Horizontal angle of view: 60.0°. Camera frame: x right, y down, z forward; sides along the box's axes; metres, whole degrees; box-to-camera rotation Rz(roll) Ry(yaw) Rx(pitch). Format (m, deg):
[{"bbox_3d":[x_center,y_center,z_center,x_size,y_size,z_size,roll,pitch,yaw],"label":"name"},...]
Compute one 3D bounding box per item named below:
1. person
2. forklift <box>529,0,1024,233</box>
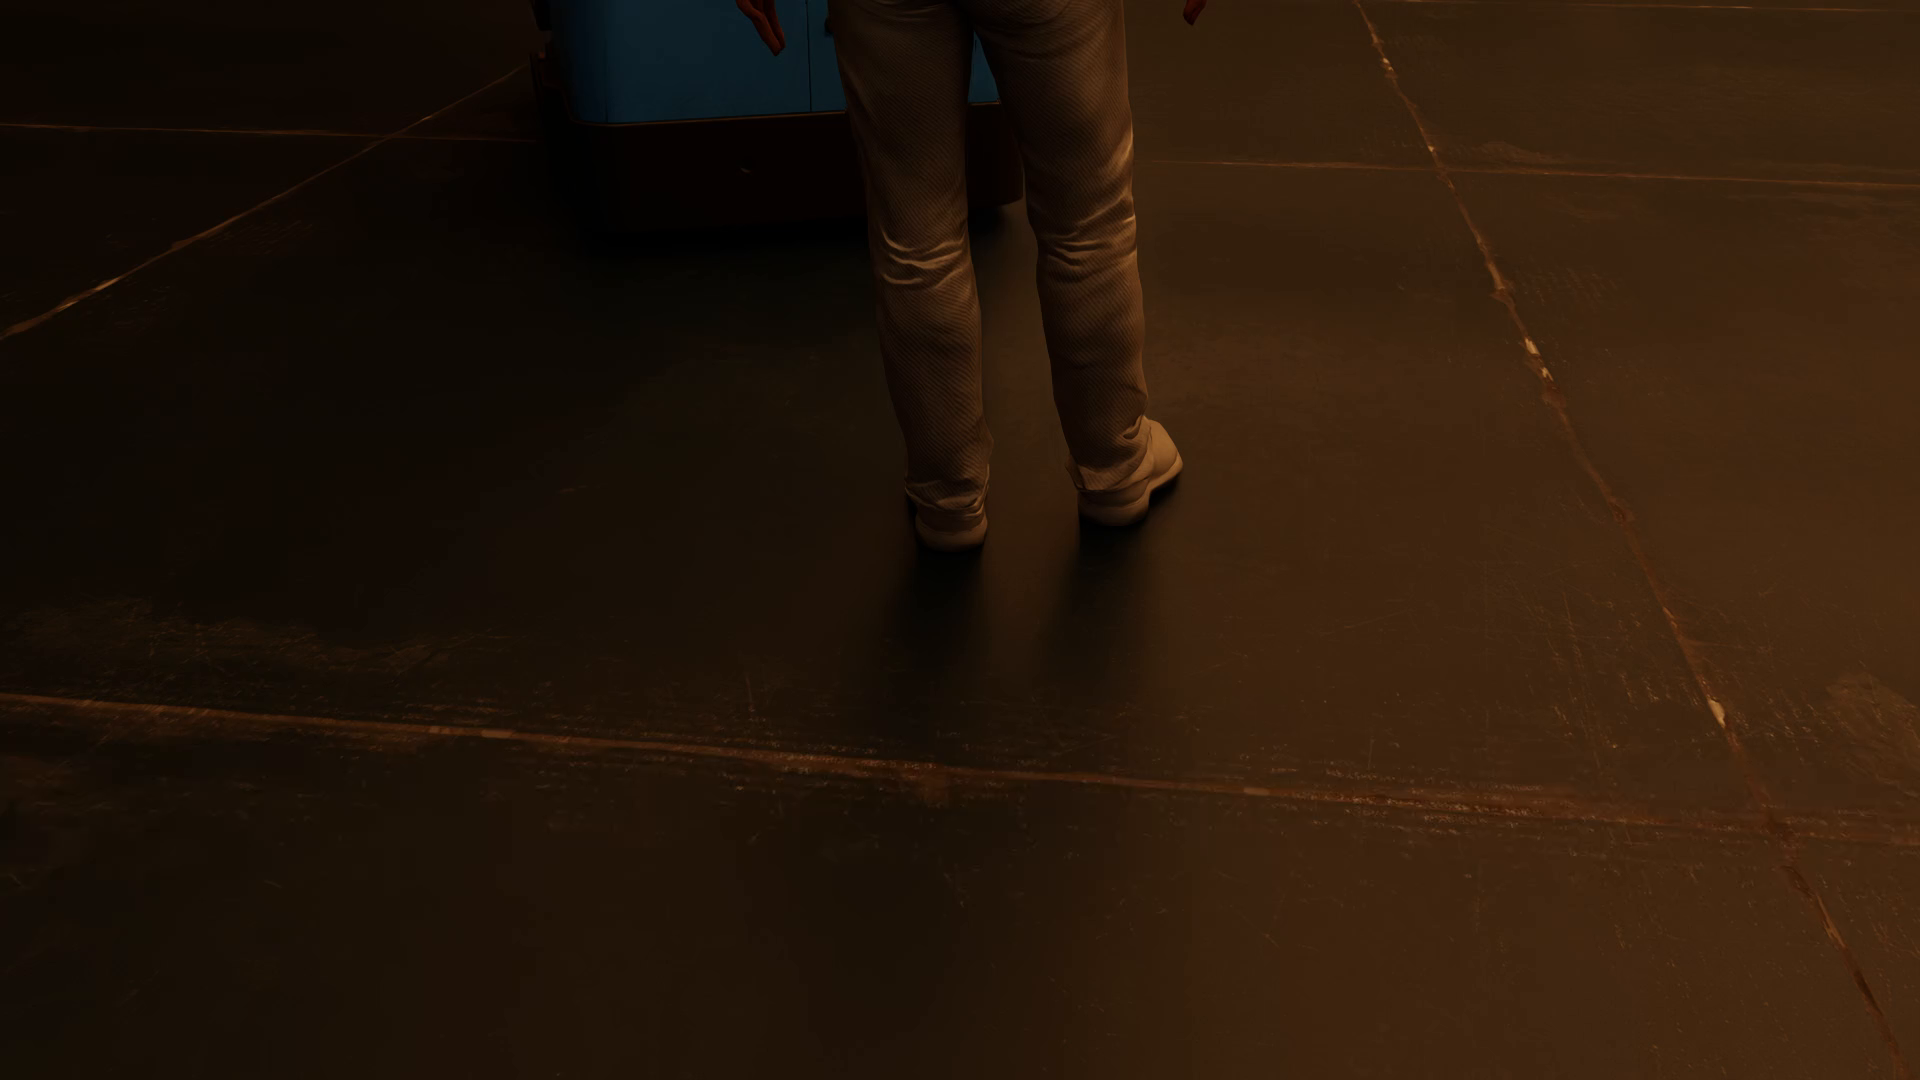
[{"bbox_3d":[0.015,-0.827,2.163,0.666,1.765,0.577,3,27,7],"label":"person"},{"bbox_3d":[-0.729,-2.634,4.496,1.130,2.935,3.031,-7,27,-14],"label":"forklift"}]
